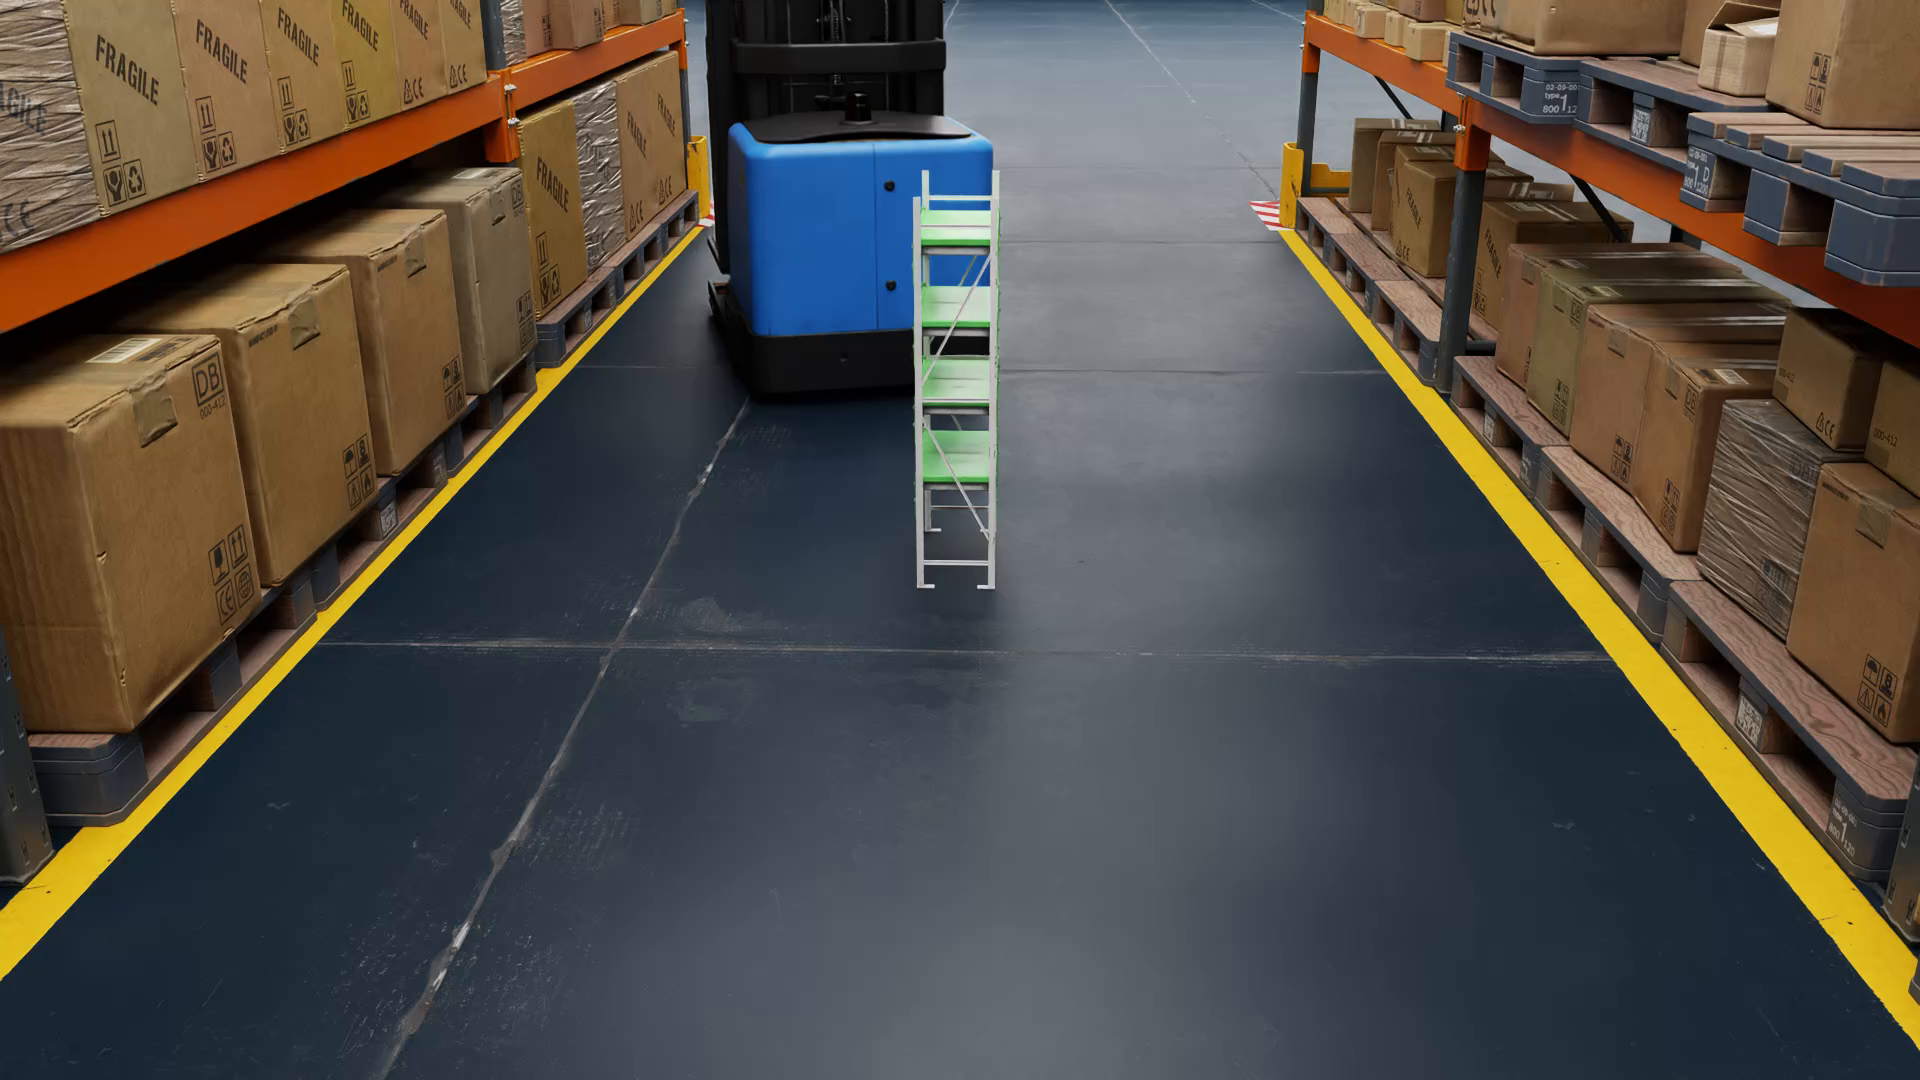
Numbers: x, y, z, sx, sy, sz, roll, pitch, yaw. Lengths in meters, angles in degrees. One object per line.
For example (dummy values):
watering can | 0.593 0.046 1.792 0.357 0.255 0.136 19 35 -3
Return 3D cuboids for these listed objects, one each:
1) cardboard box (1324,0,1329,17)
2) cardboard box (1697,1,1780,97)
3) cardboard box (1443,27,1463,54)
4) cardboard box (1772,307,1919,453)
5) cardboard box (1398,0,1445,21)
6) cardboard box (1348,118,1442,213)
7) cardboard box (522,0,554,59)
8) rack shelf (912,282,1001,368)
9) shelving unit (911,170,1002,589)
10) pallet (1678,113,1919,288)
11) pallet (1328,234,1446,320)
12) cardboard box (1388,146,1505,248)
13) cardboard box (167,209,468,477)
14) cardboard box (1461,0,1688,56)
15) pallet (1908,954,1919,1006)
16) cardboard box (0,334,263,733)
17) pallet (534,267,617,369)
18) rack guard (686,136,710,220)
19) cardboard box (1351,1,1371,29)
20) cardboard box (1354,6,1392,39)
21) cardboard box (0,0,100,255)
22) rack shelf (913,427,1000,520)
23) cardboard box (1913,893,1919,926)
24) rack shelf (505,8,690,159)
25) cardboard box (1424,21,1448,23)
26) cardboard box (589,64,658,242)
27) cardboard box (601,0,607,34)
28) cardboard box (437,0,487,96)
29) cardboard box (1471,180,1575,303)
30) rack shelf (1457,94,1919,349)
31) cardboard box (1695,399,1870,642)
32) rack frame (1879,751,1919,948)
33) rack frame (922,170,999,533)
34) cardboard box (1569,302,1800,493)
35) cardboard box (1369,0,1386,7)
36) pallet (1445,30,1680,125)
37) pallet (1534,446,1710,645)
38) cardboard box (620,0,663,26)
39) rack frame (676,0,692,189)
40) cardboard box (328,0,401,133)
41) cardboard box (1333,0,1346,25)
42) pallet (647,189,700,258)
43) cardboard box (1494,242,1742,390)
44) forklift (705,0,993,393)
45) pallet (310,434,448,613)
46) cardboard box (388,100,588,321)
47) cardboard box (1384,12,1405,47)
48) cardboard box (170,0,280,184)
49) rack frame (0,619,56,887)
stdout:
cardboard box | 2.432 -3.260 10.131 0.380 0.149 0.250 1 21 2
cardboard box | 2.217 -1.324 4.399 0.396 0.266 0.258 0 21 0
cardboard box | 2.355 -2.175 7.335 0.380 0.149 0.250 1 21 2
cardboard box | 2.433 -0.409 4.246 0.500 0.250 0.500 3 21 8
cardboard box | 2.598 -2.741 7.896 0.875 0.500 0.500 1 21 2
cardboard box | 2.644 -2.282 10.139 0.500 0.500 0.500 5 22 12
cardboard box | -2.403 -2.525 7.682 0.875 0.550 0.550 1 21 2
rack shelf | -0.005 -0.664 5.094 0.258 0.148 0.480 1 21 2
shelving unit | -0.005 -0.500 5.158 0.258 1.200 0.503 1 21 2
pallet | 2.351 -0.754 3.591 1.213 0.211 1.003 1 21 2
pallet | 2.577 -1.417 8.888 1.003 0.211 1.213 1 21 2
cardboard box | 2.622 -1.839 8.998 0.500 0.500 0.500 3 21 7
cardboard box | -2.359 -0.695 5.703 1.050 0.750 0.750 1 21 2
cardboard box | 2.394 -2.221 5.696 1.000 1.000 1.000 1 21 2
pallet | 2.337 0.999 2.661 1.003 0.211 1.213 1 21 2
cardboard box | -2.410 -0.042 4.020 1.050 0.750 0.750 0 21 1
pallet | -2.295 -1.096 8.062 1.003 0.211 1.213 1 21 2
rack guard | -2.274 -2.412 11.054 1.175 0.500 0.348 1 21 2
cardboard box | 2.382 -2.898 9.200 0.380 0.149 0.250 1 21 2
cardboard box | 2.290 -2.718 8.736 0.380 0.149 0.250 1 21 2
cardboard box | -2.235 -0.882 3.517 0.500 0.500 0.500 1 21 2
rack shelf | -0.005 -0.216 5.268 0.258 0.148 0.480 1 21 2
cardboard box | 2.394 0.459 2.555 1.225 0.875 0.875 0 21 -1
rack shelf | -2.336 -2.510 8.845 1.077 0.370 4.000 1 21 2
cardboard box | 2.391 -2.355 7.800 0.380 0.149 0.250 1 21 2
cardboard box | -2.254 -2.210 9.434 0.875 0.875 0.875 0 21 1
cardboard box | -2.353 -2.911 8.678 0.875 0.550 0.500 1 21 2
cardboard box | -2.145 -1.977 6.340 0.500 0.500 0.500 1 21 1
cardboard box | 2.620 -1.413 7.899 0.500 0.500 0.500 8 22 19
rack shelf | 2.497 -0.973 4.883 1.077 0.370 4.000 1 21 2
cardboard box | 2.441 -0.068 4.404 0.700 0.500 0.500 -1 21 -3
rack frame | 2.436 -0.585 2.889 1.000 3.000 0.127 1 21 2
rack frame | 0.002 -0.588 5.385 0.240 1.200 0.015 1 21 2
cardboard box | 2.468 -0.475 5.453 0.700 0.500 0.500 -1 21 -3
cardboard box | 2.682 -3.102 8.827 0.875 0.500 0.500 1 21 2
pallet | 2.389 -1.667 5.943 1.003 0.211 1.213 1 21 2
pallet | 2.501 -0.007 5.256 1.003 0.211 1.213 1 21 2
cardboard box | -2.236 -3.305 9.692 0.875 0.550 0.550 1 21 2
rack frame | -2.275 -3.568 10.579 1.000 3.000 0.127 1 21 2
cardboard box | -2.176 -1.612 5.398 0.500 0.500 0.500 1 21 2
cardboard box | 2.383 -3.079 9.666 0.380 0.149 0.250 1 21 2
pallet | -2.221 -1.978 10.336 1.003 0.211 1.213 1 21 2
cardboard box | 2.518 -0.849 6.418 0.700 0.500 0.500 -1 21 -3
forklift | -0.672 -2.479 7.865 1.130 2.935 3.031 -5 22 -12
pallet | -2.379 -0.100 5.495 1.003 0.211 1.213 1 21 2
cardboard box | -2.308 -1.554 7.744 0.875 0.875 0.875 1 21 2
cardboard box | 2.331 -2.537 8.268 0.380 0.149 0.250 1 21 2
cardboard box | -2.207 -1.248 4.461 0.500 0.500 0.500 1 21 2
rack frame | -2.518 -0.676 3.124 1.000 3.000 0.127 1 21 2
